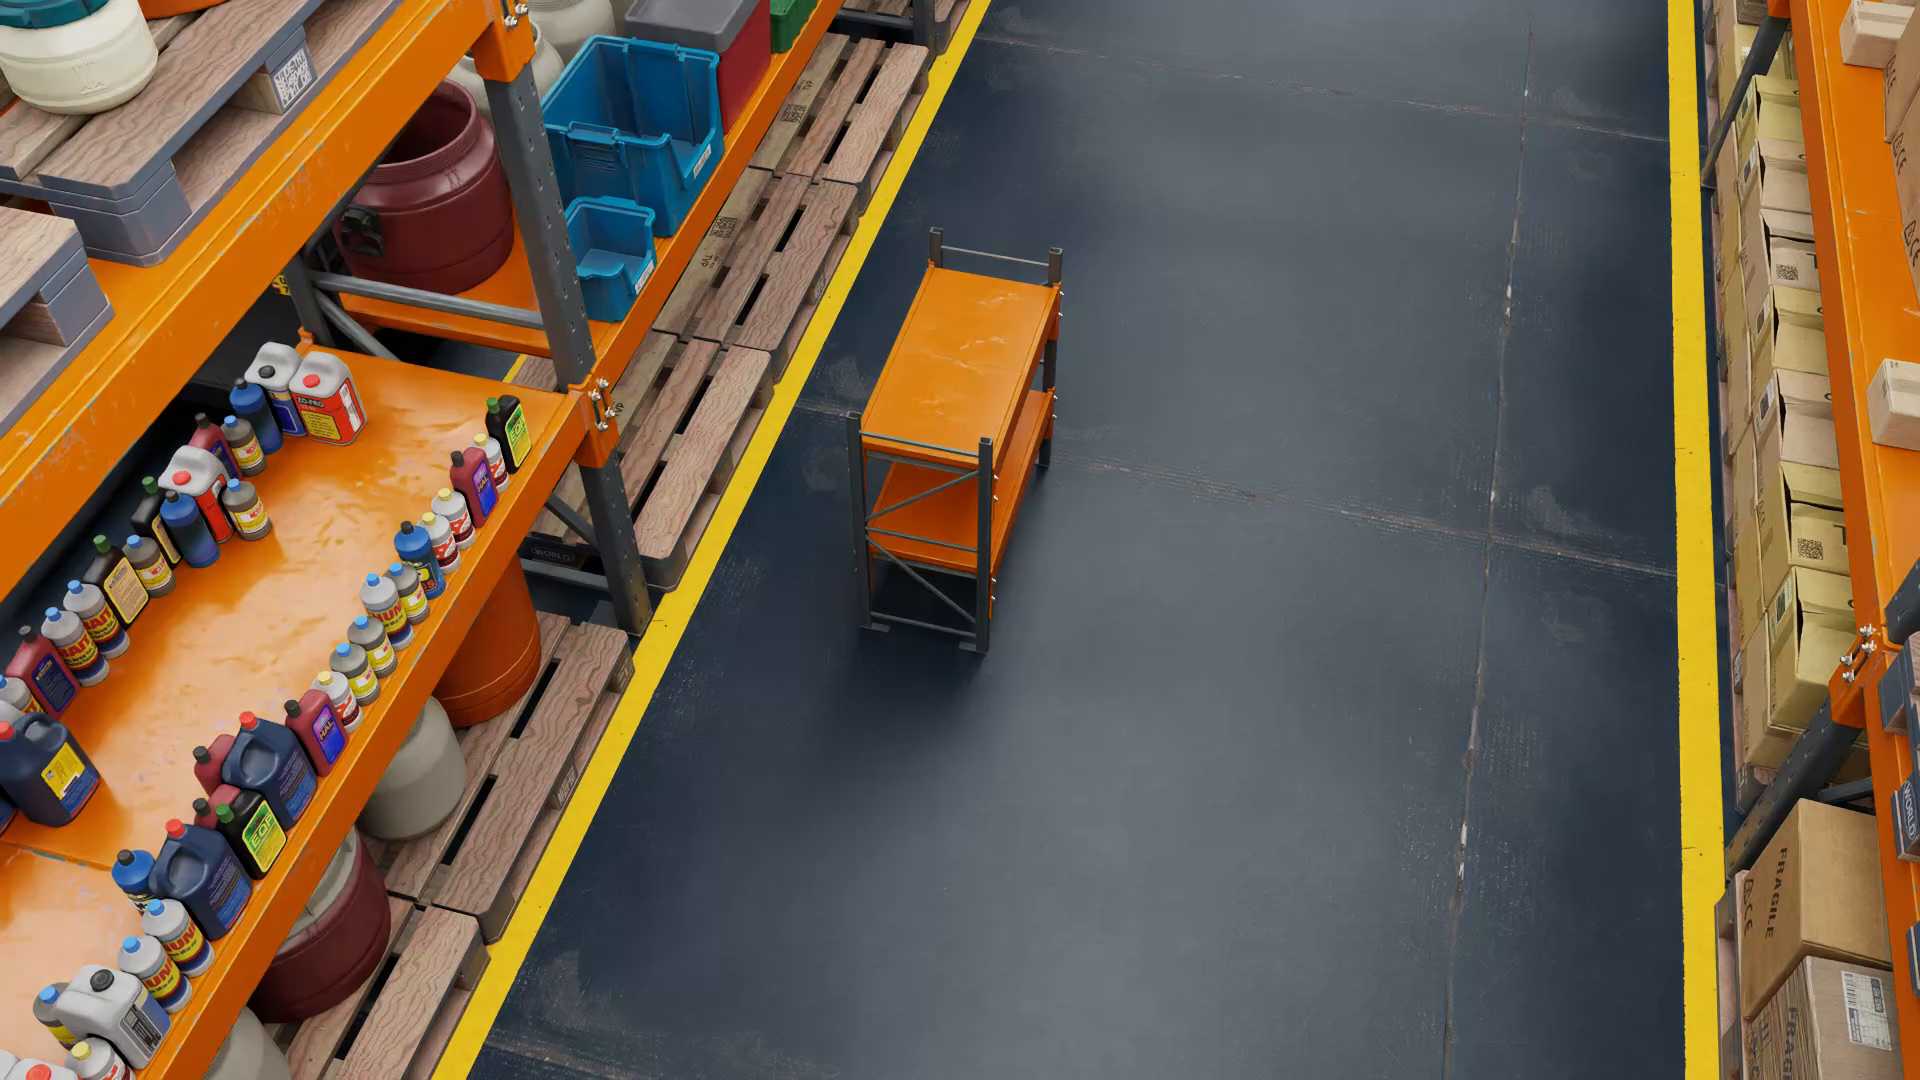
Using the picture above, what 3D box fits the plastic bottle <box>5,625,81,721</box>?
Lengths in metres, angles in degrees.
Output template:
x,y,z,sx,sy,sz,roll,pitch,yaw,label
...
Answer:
x,y,z,sx,sy,sz,roll,pitch,yaw,label
-2.455,0.355,4.433,0.061,0.283,0.133,12,50,10,plastic bottle

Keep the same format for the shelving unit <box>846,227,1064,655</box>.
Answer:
x,y,z,sx,sy,sz,roll,pitch,yaw,label
-0.002,-0.367,6.243,0.538,1.125,1.048,12,50,10,shelving unit

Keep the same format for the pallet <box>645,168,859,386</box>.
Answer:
x,y,z,sx,sy,sz,roll,pitch,yaw,label
-1.117,-1.269,7.648,1.003,0.211,1.213,12,50,10,pallet

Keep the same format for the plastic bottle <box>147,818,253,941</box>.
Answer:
x,y,z,sx,sy,sz,roll,pitch,yaw,label
-1.843,0.797,3.997,0.144,0.351,0.185,12,50,10,plastic bottle

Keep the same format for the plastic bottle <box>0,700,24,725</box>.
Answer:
x,y,z,sx,sy,sz,roll,pitch,yaw,label
-2.472,0.534,4.280,0.152,0.276,0.135,12,50,10,plastic bottle

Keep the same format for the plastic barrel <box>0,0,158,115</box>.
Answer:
x,y,z,sx,sy,sz,roll,pitch,yaw,label
-1.822,-1.041,3.398,0.301,0.262,0.301,0,49,0,plastic barrel

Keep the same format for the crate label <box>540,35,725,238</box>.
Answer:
x,y,z,sx,sy,sz,roll,pitch,yaw,label
-1.159,-1.436,5.912,0.502,0.435,0.616,12,50,10,crate label

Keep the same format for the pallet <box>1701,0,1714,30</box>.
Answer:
x,y,z,sx,sy,sz,roll,pitch,yaw,label
4.718,-3.202,9.354,1.003,0.211,1.213,12,50,10,pallet

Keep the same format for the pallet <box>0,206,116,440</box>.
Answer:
x,y,z,sx,sy,sz,roll,pitch,yaw,label
-2.326,-0.204,2.973,1.003,0.211,1.213,12,50,10,pallet

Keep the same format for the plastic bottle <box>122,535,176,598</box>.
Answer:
x,y,z,sx,sy,sz,roll,pitch,yaw,label
-2.321,0.065,4.743,0.097,0.201,0.097,0,49,0,plastic bottle

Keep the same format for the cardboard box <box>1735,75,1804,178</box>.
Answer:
x,y,z,sx,sy,sz,roll,pitch,yaw,label
3.800,-1.837,7.470,0.500,0.311,0.500,12,50,10,cardboard box

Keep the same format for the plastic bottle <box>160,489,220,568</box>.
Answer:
x,y,z,sx,sy,sz,roll,pitch,yaw,label
-2.227,-0.043,4.792,0.097,0.271,0.097,0,49,0,plastic bottle

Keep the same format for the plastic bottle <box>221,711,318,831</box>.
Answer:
x,y,z,sx,sy,sz,roll,pitch,yaw,label
-1.759,0.567,4.200,0.144,0.351,0.185,12,50,10,plastic bottle

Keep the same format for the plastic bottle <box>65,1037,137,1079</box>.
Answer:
x,y,z,sx,sy,sz,roll,pitch,yaw,label
-1.944,1.192,3.749,0.097,0.201,0.097,0,49,0,plastic bottle

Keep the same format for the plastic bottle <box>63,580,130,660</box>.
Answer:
x,y,z,sx,sy,sz,roll,pitch,yaw,label
-2.382,0.209,4.570,0.097,0.271,0.097,0,49,0,plastic bottle

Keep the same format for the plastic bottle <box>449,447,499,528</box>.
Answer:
x,y,z,sx,sy,sz,roll,pitch,yaw,label
-1.437,-0.177,4.902,0.061,0.283,0.133,12,50,10,plastic bottle

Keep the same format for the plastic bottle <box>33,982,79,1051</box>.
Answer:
x,y,z,sx,sy,sz,roll,pitch,yaw,label
-2.065,1.091,3.838,0.097,0.201,0.097,0,49,0,plastic bottle

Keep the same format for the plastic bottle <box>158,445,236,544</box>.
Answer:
x,y,z,sx,sy,sz,roll,pitch,yaw,label
-2.229,-0.135,4.870,0.152,0.276,0.135,12,50,10,plastic bottle

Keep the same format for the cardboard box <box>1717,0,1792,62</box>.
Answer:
x,y,z,sx,sy,sz,roll,pitch,yaw,label
4.201,-2.640,8.552,0.500,0.250,0.500,12,50,10,cardboard box

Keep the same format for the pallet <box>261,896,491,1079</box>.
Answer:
x,y,z,sx,sy,sz,roll,pitch,yaw,label
-2.172,1.621,5.097,1.003,0.211,1.213,12,50,10,pallet

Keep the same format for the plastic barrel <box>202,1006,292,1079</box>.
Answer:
x,y,z,sx,sy,sz,roll,pitch,yaw,label
-2.153,1.525,4.702,0.421,0.512,0.421,0,49,0,plastic barrel

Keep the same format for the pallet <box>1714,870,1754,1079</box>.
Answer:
x,y,z,sx,sy,sz,roll,pitch,yaw,label
2.863,1.676,5.049,1.003,0.211,1.213,12,50,10,pallet

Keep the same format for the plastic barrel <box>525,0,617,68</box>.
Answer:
x,y,z,sx,sy,sz,roll,pitch,yaw,label
-1.506,-1.887,6.259,0.421,0.512,0.421,0,49,0,plastic barrel

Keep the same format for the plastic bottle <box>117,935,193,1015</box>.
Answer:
x,y,z,sx,sy,sz,roll,pitch,yaw,label
-1.883,1.001,3.871,0.097,0.271,0.097,0,49,0,plastic bottle

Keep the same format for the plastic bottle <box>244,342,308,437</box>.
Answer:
x,y,z,sx,sy,sz,roll,pitch,yaw,label
-2.107,-0.469,5.165,0.152,0.276,0.135,12,50,10,plastic bottle

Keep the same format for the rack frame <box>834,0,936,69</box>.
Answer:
x,y,z,sx,sy,sz,roll,pitch,yaw,label
-0.629,-3.653,7.892,1.000,3.000,0.127,12,50,10,rack frame

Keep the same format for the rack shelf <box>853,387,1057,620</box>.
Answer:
x,y,z,sx,sy,sz,roll,pitch,yaw,label
-0.002,-0.206,6.426,0.538,0.278,1.000,12,50,10,rack shelf

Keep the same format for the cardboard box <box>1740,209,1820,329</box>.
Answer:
x,y,z,sx,sy,sz,roll,pitch,yaw,label
3.528,-1.102,6.820,0.500,0.311,0.500,10,49,9,cardboard box

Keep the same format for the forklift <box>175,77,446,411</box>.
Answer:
x,y,z,sx,sy,sz,roll,pitch,yaw,label
-2.965,-1.714,6.226,1.130,2.935,3.031,12,50,10,forklift

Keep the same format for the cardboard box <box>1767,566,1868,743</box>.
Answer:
x,y,z,sx,sy,sz,roll,pitch,yaw,label
2.997,0.379,5.514,0.500,0.311,0.500,13,50,11,cardboard box

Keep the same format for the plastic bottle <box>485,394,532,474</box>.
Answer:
x,y,z,sx,sy,sz,roll,pitch,yaw,label
-1.376,-0.344,5.050,0.061,0.283,0.133,12,50,10,plastic bottle

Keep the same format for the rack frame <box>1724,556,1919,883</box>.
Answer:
x,y,z,sx,sy,sz,roll,pitch,yaw,label
3.096,0.221,4.473,1.000,3.000,0.127,12,50,10,rack frame

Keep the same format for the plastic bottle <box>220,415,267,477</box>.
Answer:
x,y,z,sx,sy,sz,roll,pitch,yaw,label
-2.190,-0.296,5.062,0.097,0.201,0.097,0,49,0,plastic bottle

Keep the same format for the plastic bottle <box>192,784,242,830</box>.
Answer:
x,y,z,sx,sy,sz,roll,pitch,yaw,label
-1.820,0.701,4.128,0.061,0.283,0.133,12,50,10,plastic bottle

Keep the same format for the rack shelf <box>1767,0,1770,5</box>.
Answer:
x,y,z,sx,sy,sz,roll,pitch,yaw,label
4.676,-3.881,8.573,1.077,0.370,4.000,12,50,10,rack shelf

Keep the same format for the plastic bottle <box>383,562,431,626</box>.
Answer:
x,y,z,sx,sy,sz,roll,pitch,yaw,label
-1.562,0.141,4.676,0.097,0.201,0.097,0,49,0,plastic bottle

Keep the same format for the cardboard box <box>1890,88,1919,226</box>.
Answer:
x,y,z,sx,sy,sz,roll,pitch,yaw,label
3.661,-1.410,5.846,0.500,0.500,0.500,12,50,10,cardboard box

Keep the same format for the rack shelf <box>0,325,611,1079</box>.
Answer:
x,y,z,sx,sy,sz,roll,pitch,yaw,label
-2.208,0.925,4.331,1.077,0.370,4.000,12,50,10,rack shelf

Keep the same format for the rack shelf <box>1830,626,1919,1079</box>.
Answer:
x,y,z,sx,sy,sz,roll,pitch,yaw,label
2.570,1.905,3.466,1.077,0.370,4.000,12,50,10,rack shelf

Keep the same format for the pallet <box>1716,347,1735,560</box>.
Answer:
x,y,z,sx,sy,sz,roll,pitch,yaw,label
3.674,-0.324,6.814,1.003,0.211,1.213,12,50,10,pallet

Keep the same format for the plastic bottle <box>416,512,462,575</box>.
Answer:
x,y,z,sx,sy,sz,roll,pitch,yaw,label
-1.511,0.000,4.801,0.097,0.201,0.097,0,49,0,plastic bottle

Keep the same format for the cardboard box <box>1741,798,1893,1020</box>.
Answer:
x,y,z,sx,sy,sz,roll,pitch,yaw,label
2.701,1.175,5.005,0.500,0.500,0.500,13,50,12,cardboard box

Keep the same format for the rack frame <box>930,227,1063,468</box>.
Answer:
x,y,z,sx,sy,sz,roll,pitch,yaw,label
0.132,-0.735,6.567,0.500,1.125,0.032,12,50,10,rack frame

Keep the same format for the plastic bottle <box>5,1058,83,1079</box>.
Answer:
x,y,z,sx,sy,sz,roll,pitch,yaw,label
-2.001,1.245,3.652,0.152,0.276,0.135,12,50,10,plastic bottle

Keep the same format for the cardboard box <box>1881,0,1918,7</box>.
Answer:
x,y,z,sx,sy,sz,roll,pitch,yaw,label
4.062,-2.258,6.761,0.500,0.250,0.500,14,50,12,cardboard box

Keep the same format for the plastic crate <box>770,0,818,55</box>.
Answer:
x,y,z,sx,sy,sz,roll,pitch,yaw,label
-0.815,-2.267,6.811,0.450,0.188,0.662,12,50,10,plastic crate

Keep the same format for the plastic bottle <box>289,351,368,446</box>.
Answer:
x,y,z,sx,sy,sz,roll,pitch,yaw,label
-1.960,-0.439,5.139,0.152,0.276,0.135,12,50,10,plastic bottle

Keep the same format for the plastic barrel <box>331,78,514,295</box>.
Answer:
x,y,z,sx,sy,sz,roll,pitch,yaw,label
-1.851,-1.200,5.637,0.600,0.536,0.708,12,50,10,plastic barrel

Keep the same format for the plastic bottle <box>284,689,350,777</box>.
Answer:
x,y,z,sx,sy,sz,roll,pitch,yaw,label
-1.677,0.483,4.320,0.061,0.283,0.133,12,50,10,plastic bottle

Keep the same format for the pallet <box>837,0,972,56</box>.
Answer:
x,y,z,sx,sy,sz,roll,pitch,yaw,label
-0.412,-3.208,9.359,1.003,0.211,1.213,12,50,10,pallet

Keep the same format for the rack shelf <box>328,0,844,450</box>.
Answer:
x,y,z,sx,sy,sz,roll,pitch,yaw,label
-1.155,-1.968,6.885,1.077,0.370,4.000,12,50,10,rack shelf

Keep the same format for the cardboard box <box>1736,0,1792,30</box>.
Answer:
x,y,z,sx,sy,sz,roll,pitch,yaw,label
4.203,-2.888,8.271,0.500,0.500,0.500,12,50,10,cardboard box

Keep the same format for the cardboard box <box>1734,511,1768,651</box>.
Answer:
x,y,z,sx,sy,sz,roll,pitch,yaw,label
3.132,0.189,6.055,0.500,0.250,0.500,11,49,10,cardboard box

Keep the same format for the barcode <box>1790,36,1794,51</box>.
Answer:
x,y,z,sx,sy,sz,roll,pitch,yaw,label
3.680,-2.206,7.349,0.001,0.075,0.075,12,50,10,barcode

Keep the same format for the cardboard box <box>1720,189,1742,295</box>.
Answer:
x,y,z,sx,sy,sz,roll,pitch,yaw,label
3.668,-1.289,7.360,0.500,0.250,0.500,13,50,11,cardboard box

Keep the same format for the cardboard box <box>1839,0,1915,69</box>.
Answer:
x,y,z,sx,sy,sz,roll,pitch,yaw,label
3.719,-1.989,6.591,0.380,0.149,0.250,12,50,10,cardboard box

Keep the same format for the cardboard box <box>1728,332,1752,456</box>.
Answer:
x,y,z,sx,sy,sz,roll,pitch,yaw,label
3.400,-0.546,6.704,0.500,0.250,0.500,12,50,11,cardboard box

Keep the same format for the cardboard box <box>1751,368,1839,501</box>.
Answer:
x,y,z,sx,sy,sz,roll,pitch,yaw,label
3.263,-0.363,6.169,0.500,0.311,0.500,11,50,10,cardboard box

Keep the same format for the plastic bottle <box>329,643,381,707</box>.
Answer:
x,y,z,sx,sy,sz,roll,pitch,yaw,label
-1.639,0.352,4.490,0.097,0.201,0.097,0,49,0,plastic bottle

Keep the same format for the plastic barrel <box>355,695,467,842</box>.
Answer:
x,y,z,sx,sy,sz,roll,pitch,yaw,label
-1.856,0.708,5.423,0.421,0.512,0.421,0,49,0,plastic barrel
